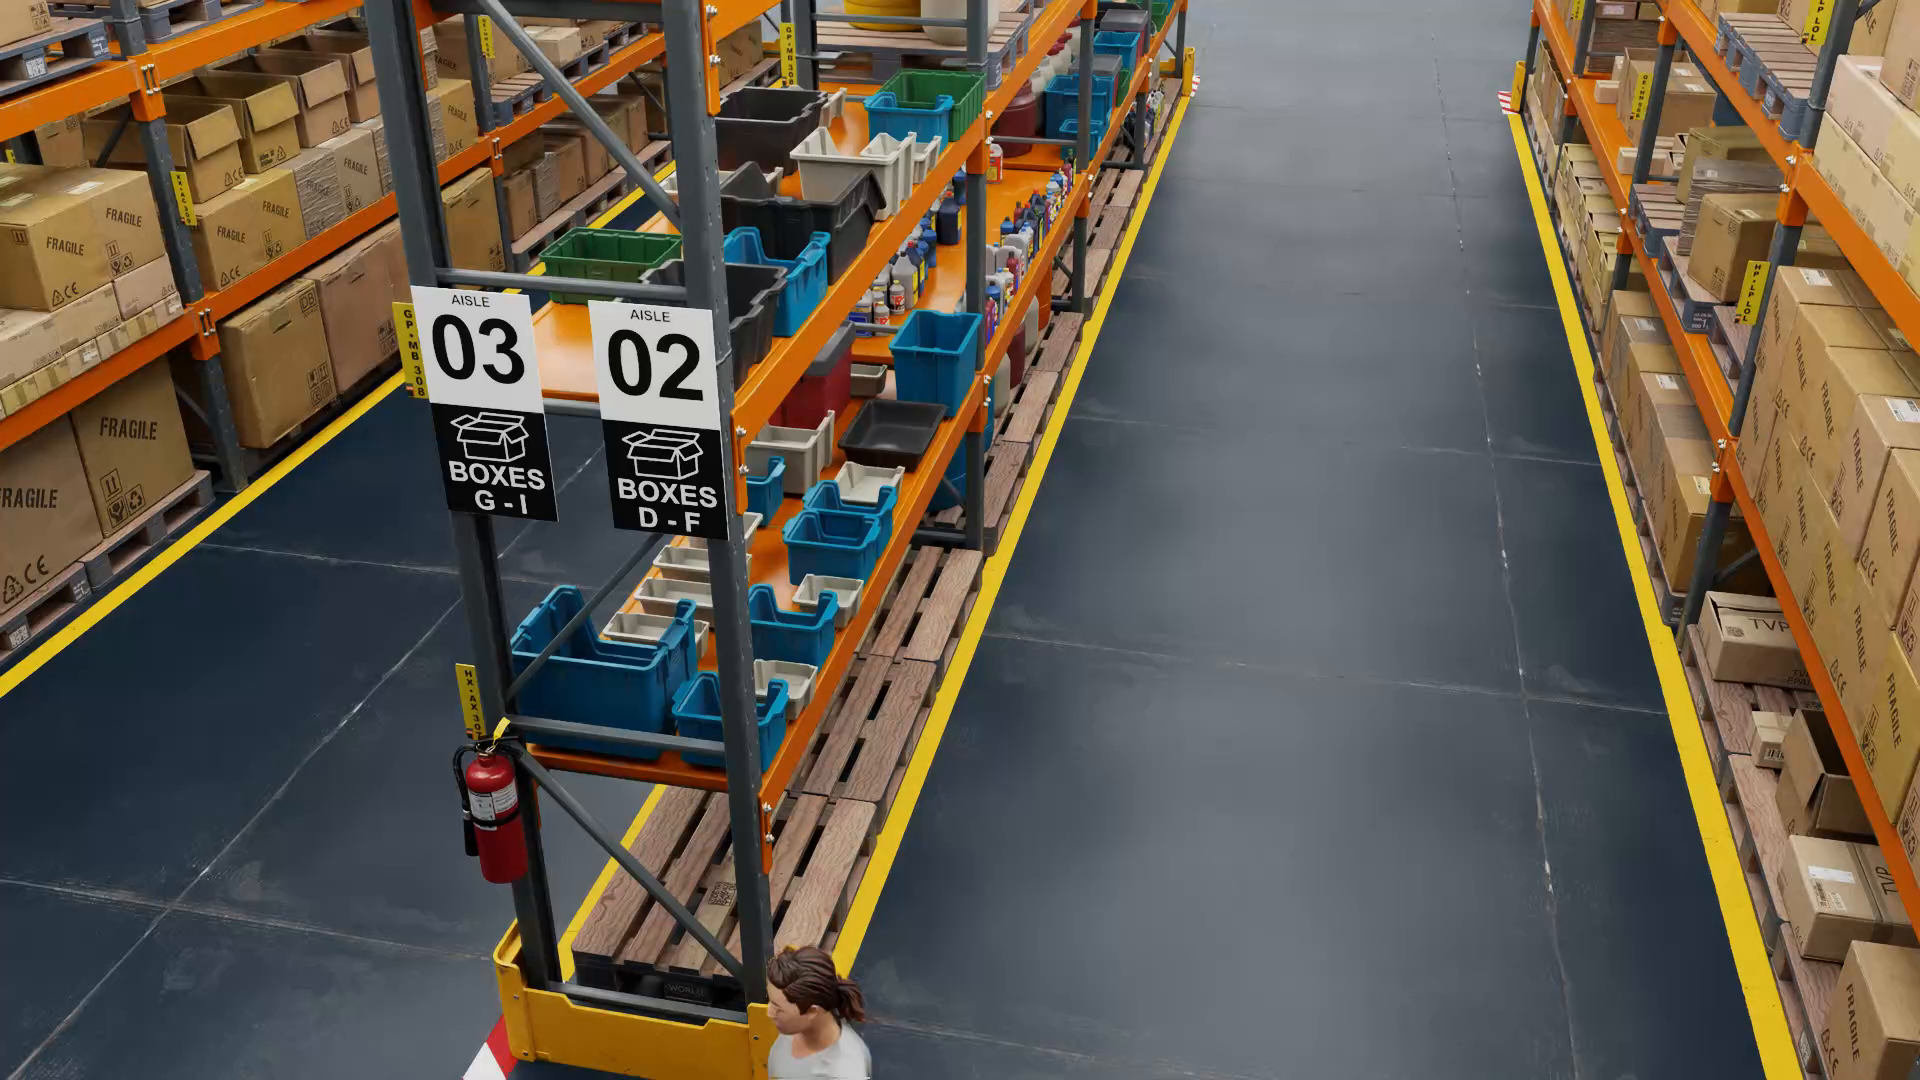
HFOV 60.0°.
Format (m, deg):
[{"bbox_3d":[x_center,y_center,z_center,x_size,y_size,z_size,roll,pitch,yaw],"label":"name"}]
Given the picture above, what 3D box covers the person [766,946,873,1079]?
[{"bbox_3d":[-0.401,1.922,5.105,0.467,1.660,0.515,-17,33,-28],"label":"person"}]
